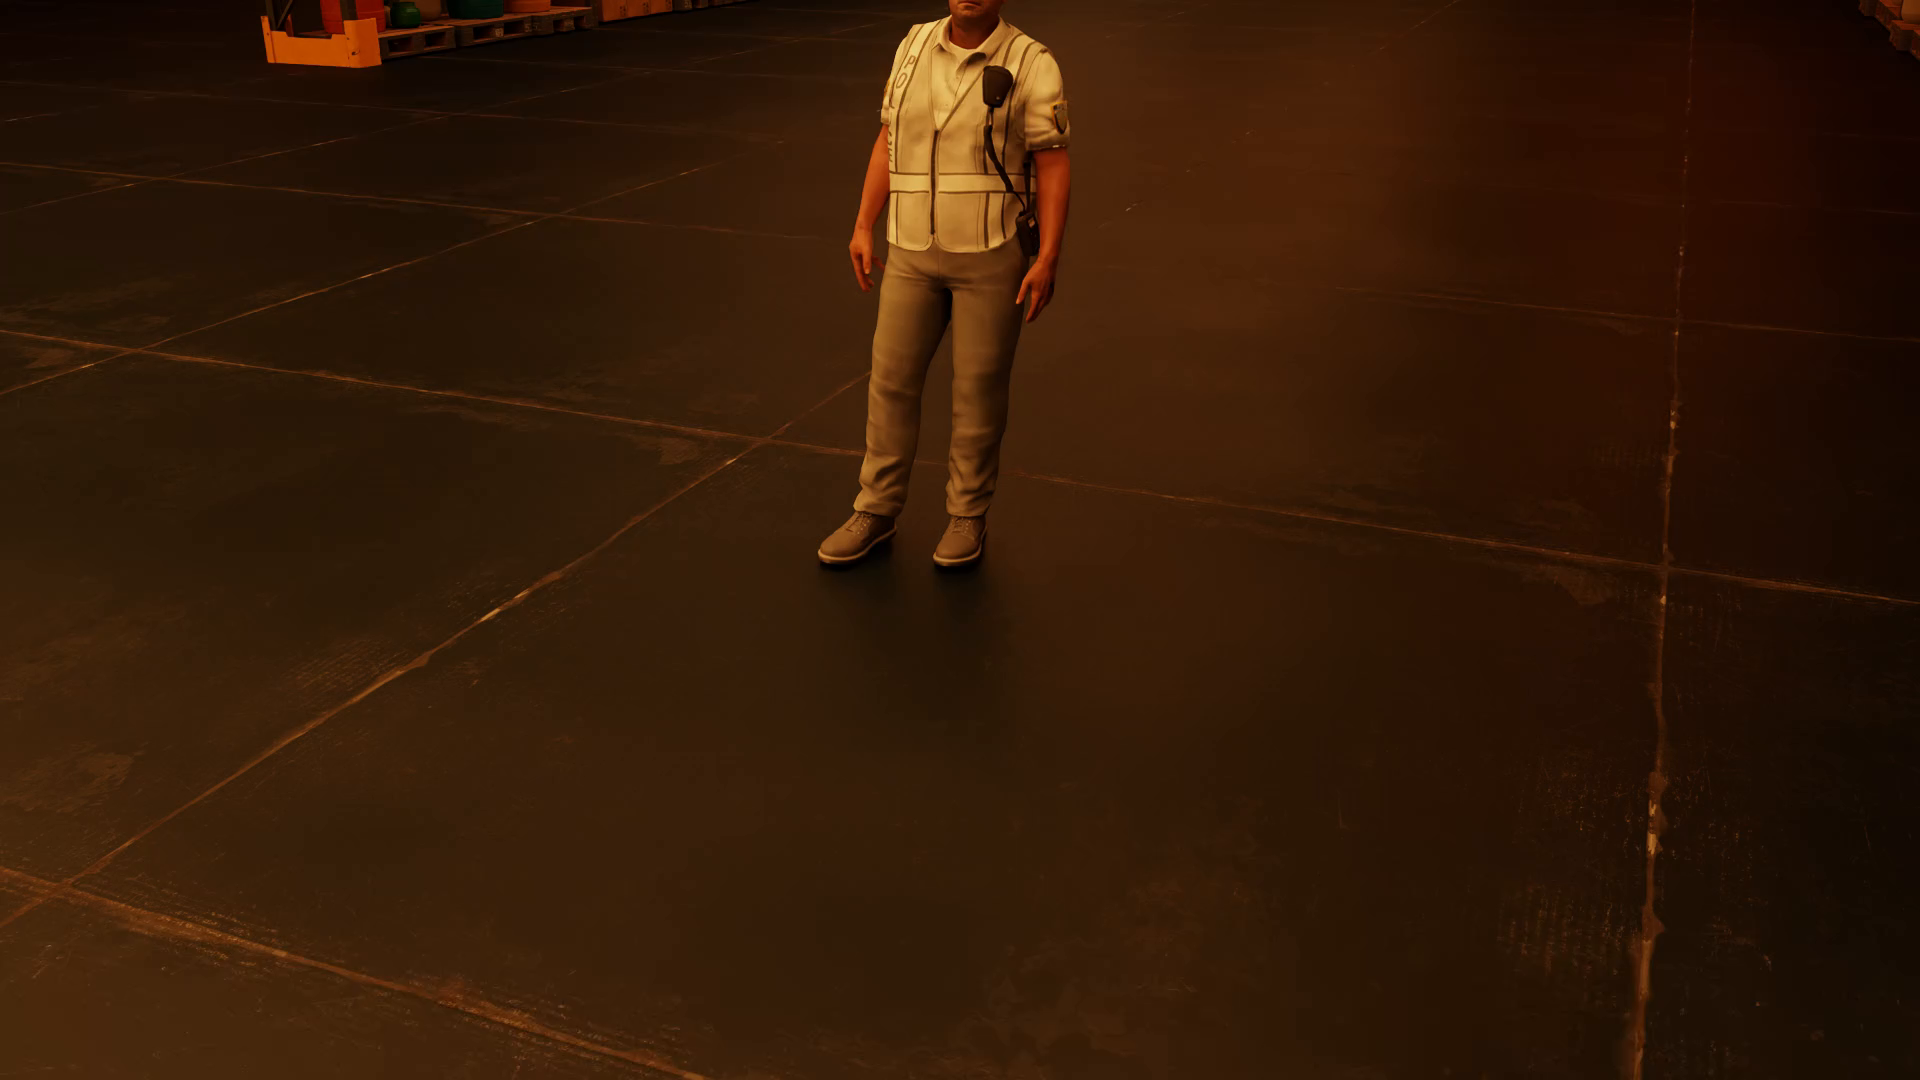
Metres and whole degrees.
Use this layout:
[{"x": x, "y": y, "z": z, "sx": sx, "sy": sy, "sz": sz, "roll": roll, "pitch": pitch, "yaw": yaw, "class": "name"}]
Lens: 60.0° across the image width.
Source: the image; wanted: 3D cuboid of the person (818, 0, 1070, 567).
[{"x": -0.040, "y": -0.804, "z": 4.683, "sx": 0.641, "sy": 1.781, "sz": 0.574, "roll": 9, "pitch": 24, "yaw": 21, "class": "person"}]
